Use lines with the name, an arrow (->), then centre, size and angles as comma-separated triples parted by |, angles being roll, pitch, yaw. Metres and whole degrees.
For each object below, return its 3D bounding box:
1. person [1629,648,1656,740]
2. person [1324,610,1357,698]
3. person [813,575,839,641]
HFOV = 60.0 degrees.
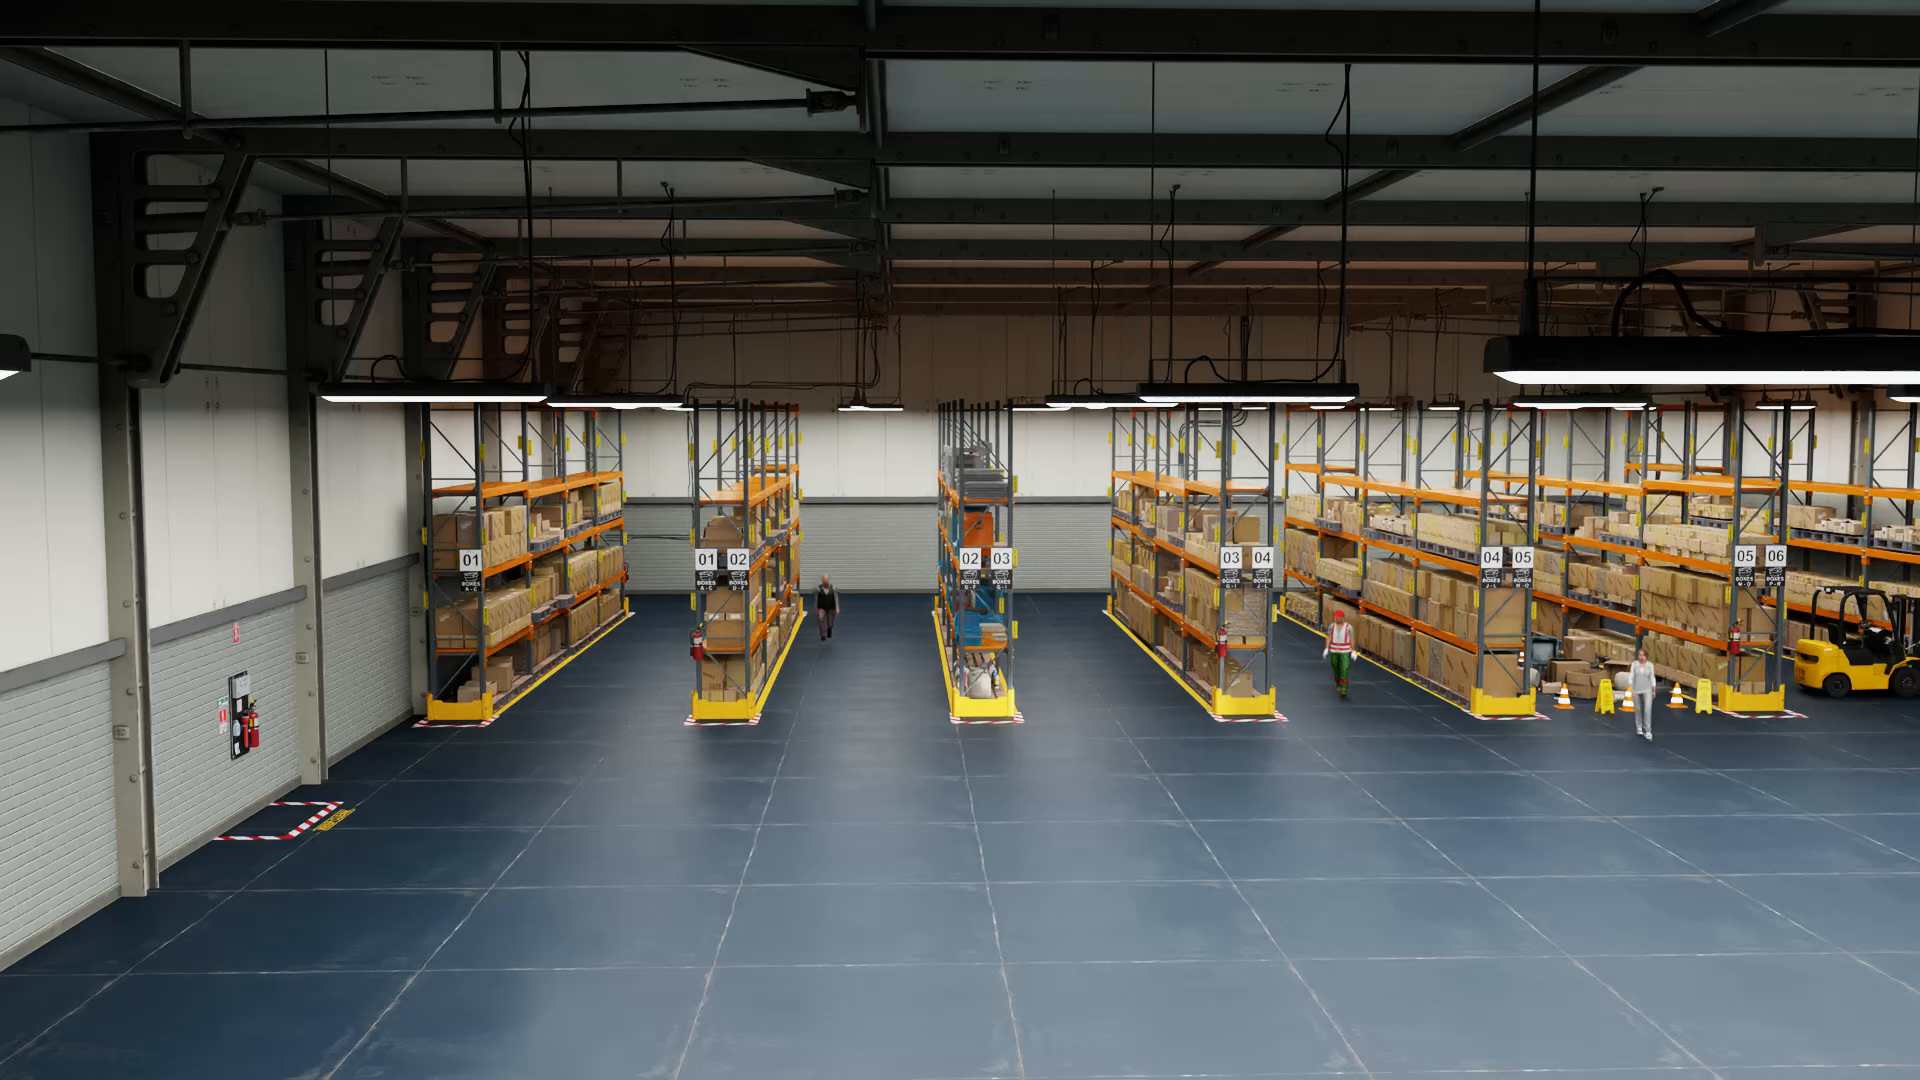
person -> 12.035, 2.693, 29.348 | 0.448, 1.562, 0.856 | 2, 5, 27
person -> 7.690, 2.289, 33.725 | 0.620, 1.751, 0.913 | 2, 5, 29
person -> -3.232, 1.625, 40.134 | 0.609, 1.565, 1.067 | 0, 4, -5
